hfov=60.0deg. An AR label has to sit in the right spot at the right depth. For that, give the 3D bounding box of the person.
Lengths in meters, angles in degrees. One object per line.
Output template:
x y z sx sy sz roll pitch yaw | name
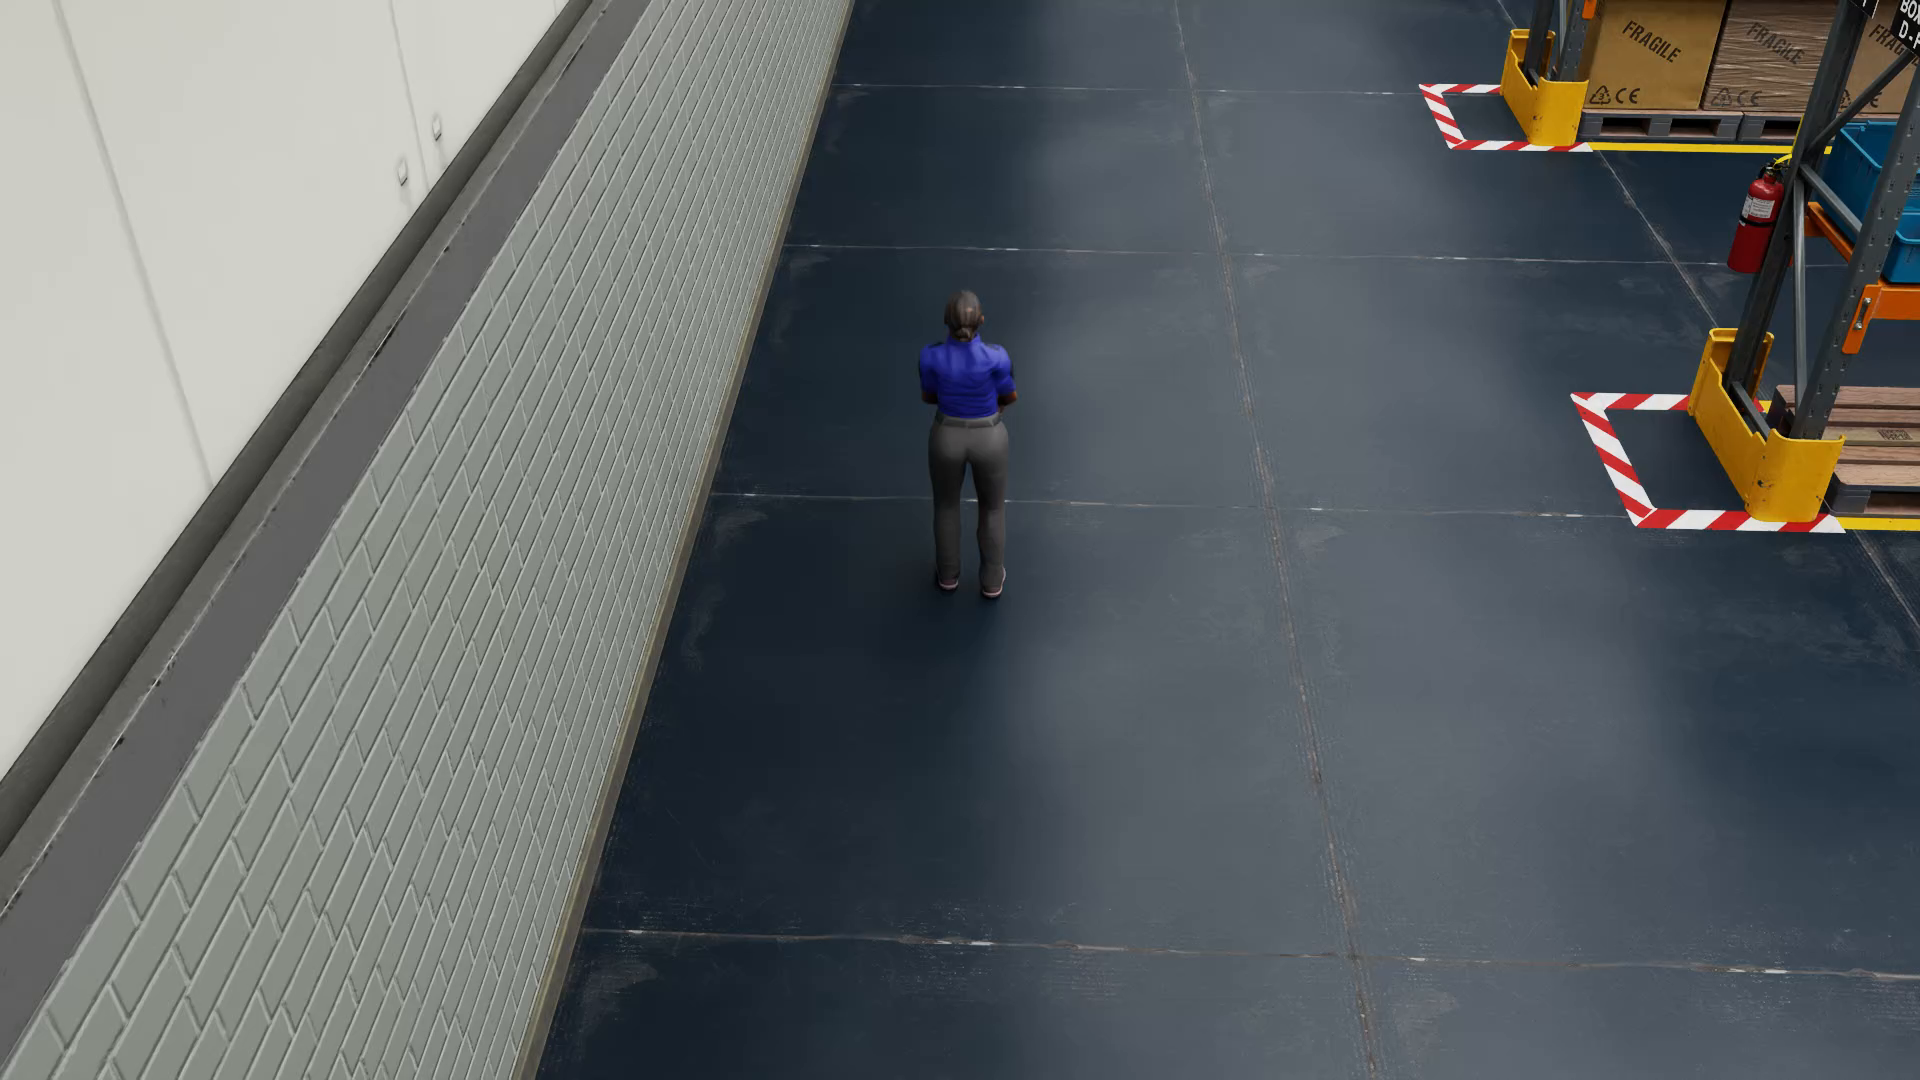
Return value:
0.042 -0.488 7.802 0.451 1.648 0.516 2 36 3 | person
